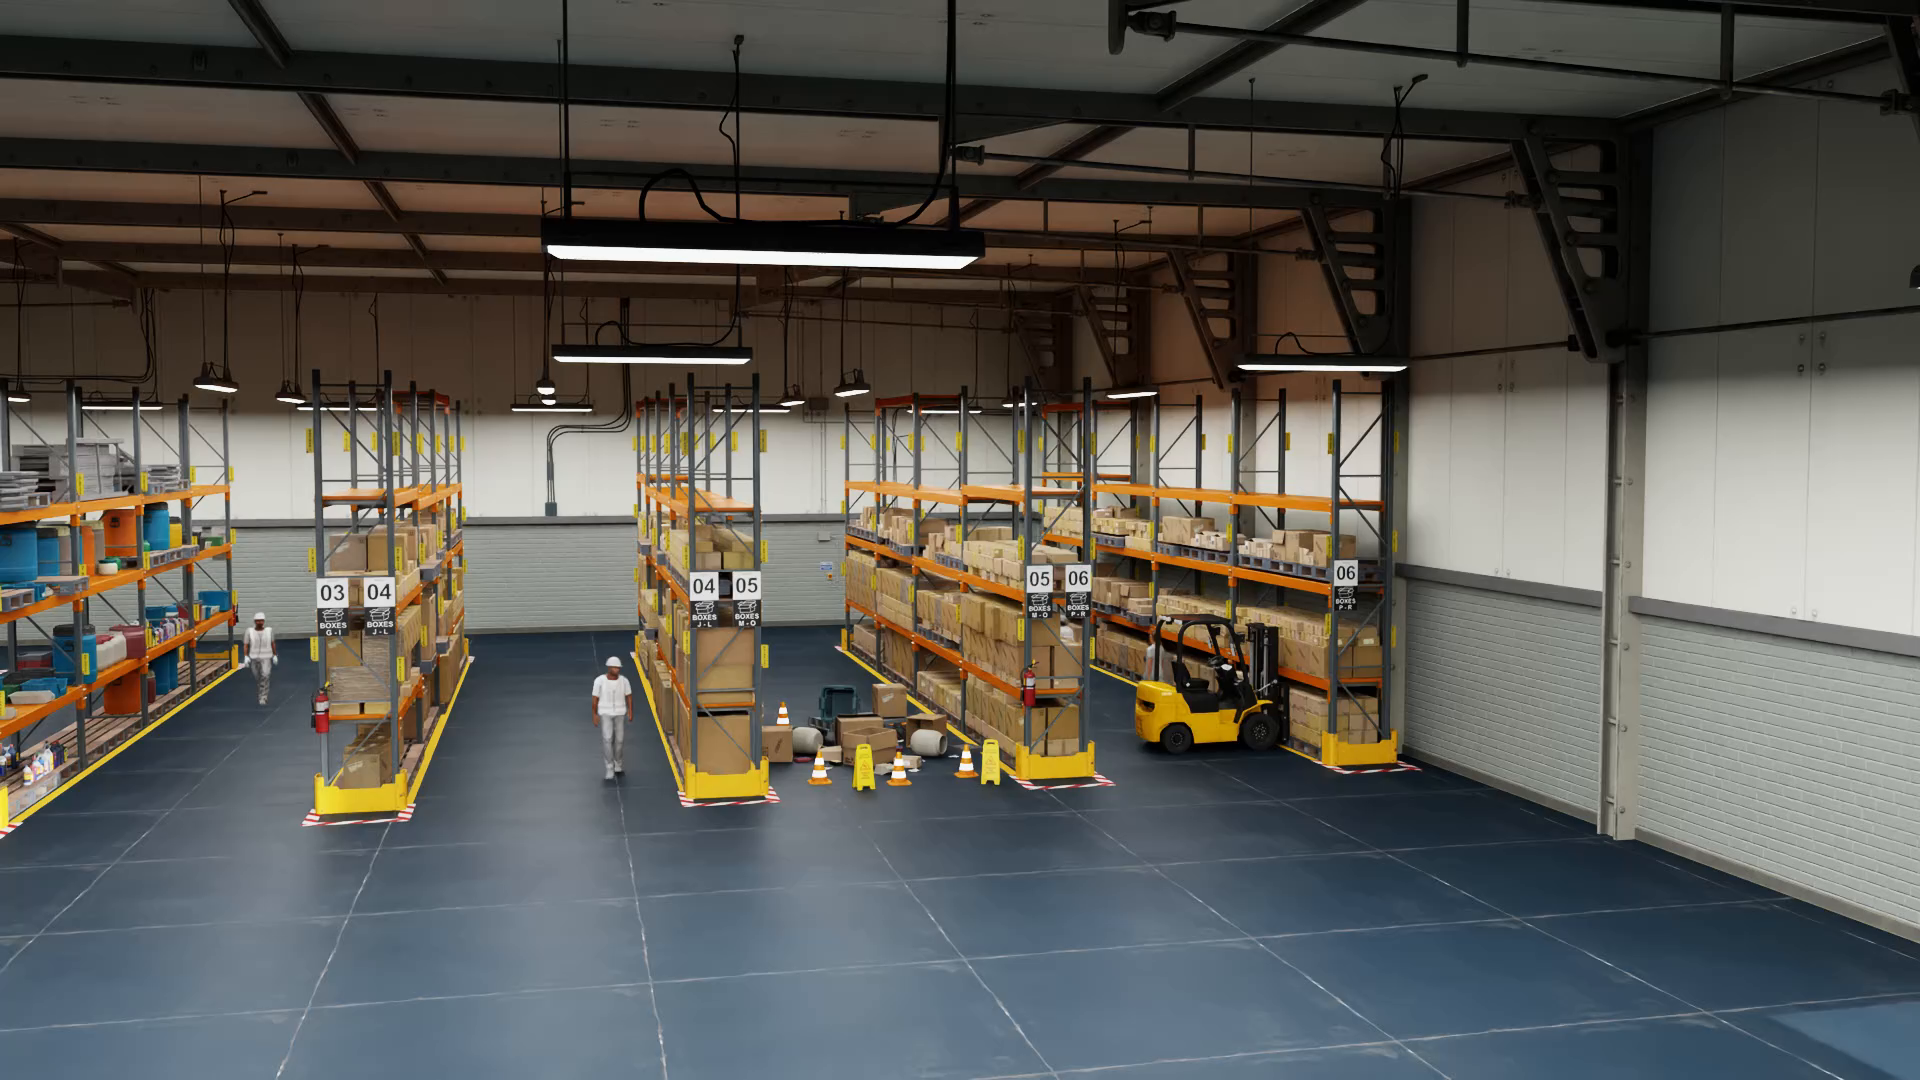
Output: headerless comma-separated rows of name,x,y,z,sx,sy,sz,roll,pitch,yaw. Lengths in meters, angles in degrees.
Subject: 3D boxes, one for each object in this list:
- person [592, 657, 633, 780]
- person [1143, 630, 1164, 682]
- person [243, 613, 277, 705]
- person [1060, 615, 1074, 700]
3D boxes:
person,-5.218,2.678,25.161,0.593,1.783,0.684,-2,4,-25
person,3.498,2.473,29.805,0.453,1.708,0.606,-1,4,-24
person,-13.478,2.263,31.903,0.528,1.721,0.995,0,3,-5
person,2.005,2.324,32.462,0.525,1.706,0.424,-3,4,-41
